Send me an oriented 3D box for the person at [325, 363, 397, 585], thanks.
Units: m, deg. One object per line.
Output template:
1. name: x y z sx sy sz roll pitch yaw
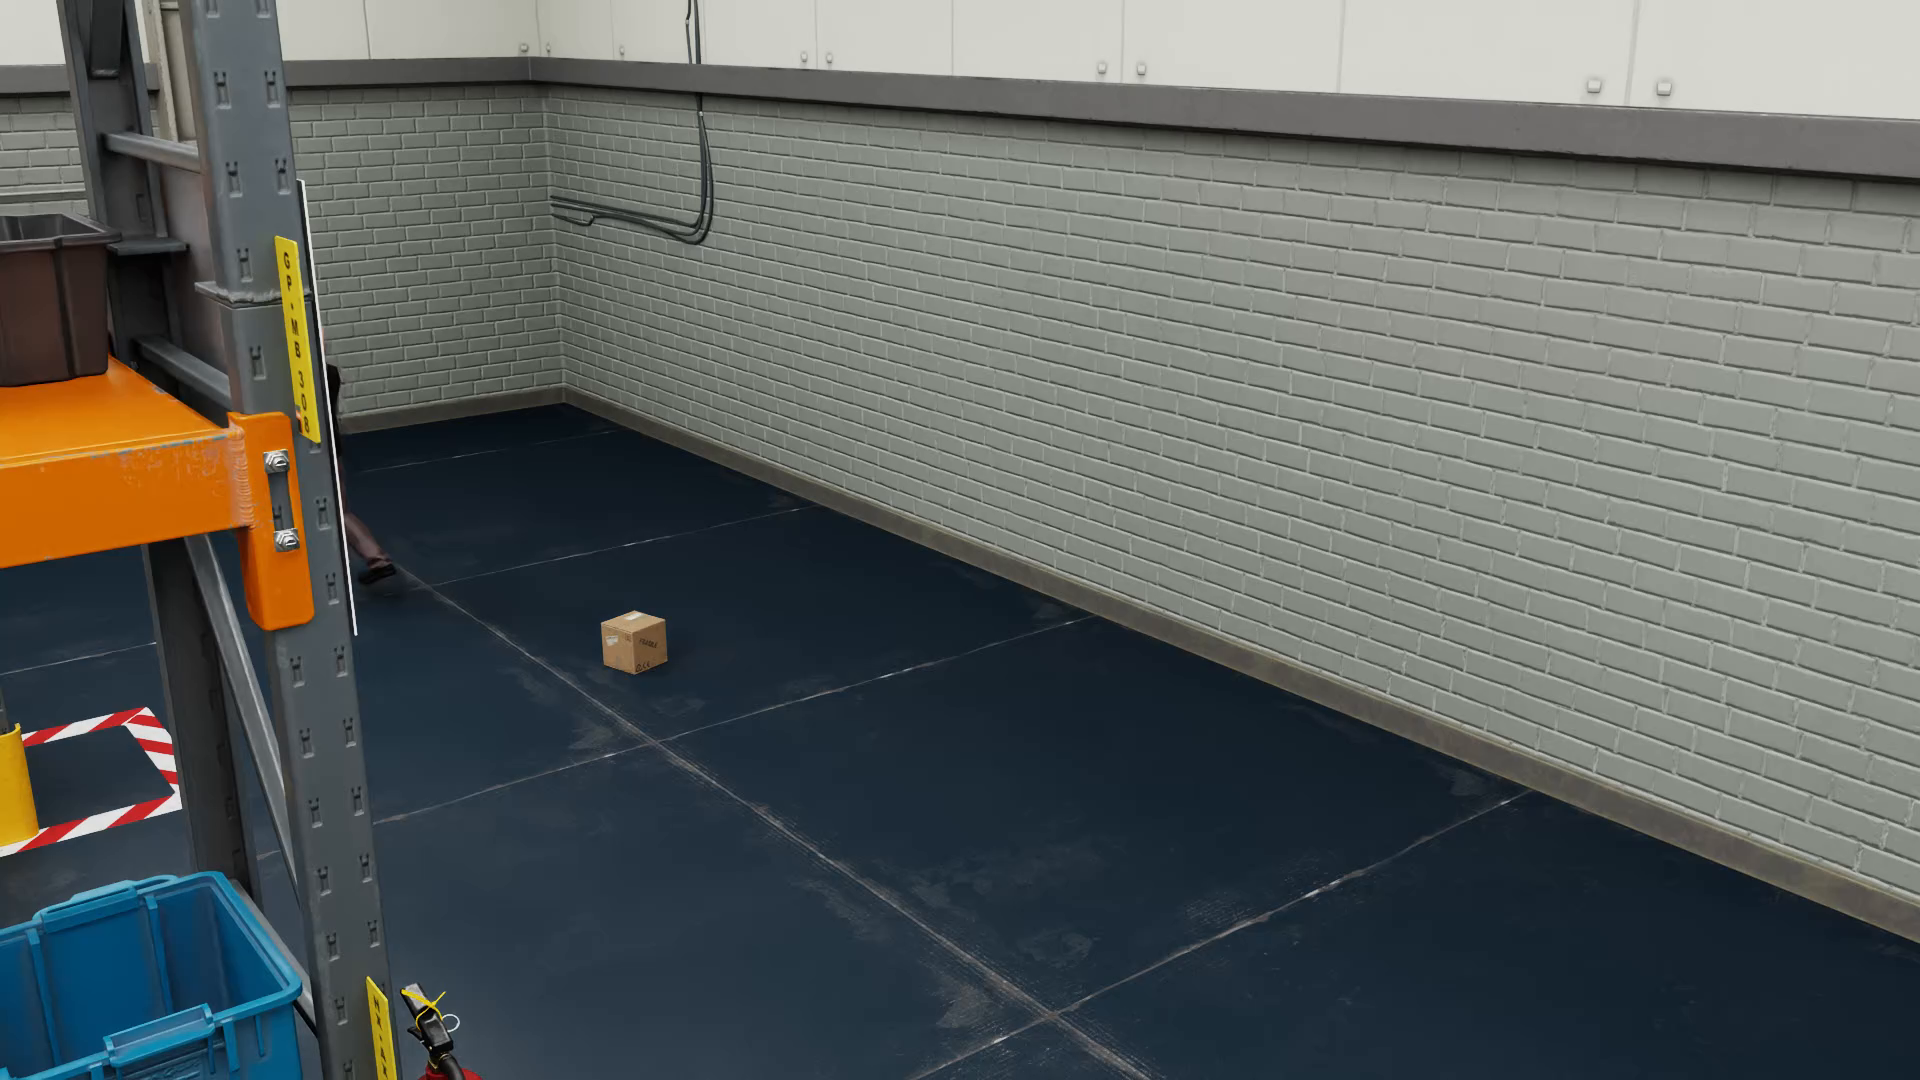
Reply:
1. person: -3.962 -0.484 10.125 0.977 1.677 0.533 7 19 22
